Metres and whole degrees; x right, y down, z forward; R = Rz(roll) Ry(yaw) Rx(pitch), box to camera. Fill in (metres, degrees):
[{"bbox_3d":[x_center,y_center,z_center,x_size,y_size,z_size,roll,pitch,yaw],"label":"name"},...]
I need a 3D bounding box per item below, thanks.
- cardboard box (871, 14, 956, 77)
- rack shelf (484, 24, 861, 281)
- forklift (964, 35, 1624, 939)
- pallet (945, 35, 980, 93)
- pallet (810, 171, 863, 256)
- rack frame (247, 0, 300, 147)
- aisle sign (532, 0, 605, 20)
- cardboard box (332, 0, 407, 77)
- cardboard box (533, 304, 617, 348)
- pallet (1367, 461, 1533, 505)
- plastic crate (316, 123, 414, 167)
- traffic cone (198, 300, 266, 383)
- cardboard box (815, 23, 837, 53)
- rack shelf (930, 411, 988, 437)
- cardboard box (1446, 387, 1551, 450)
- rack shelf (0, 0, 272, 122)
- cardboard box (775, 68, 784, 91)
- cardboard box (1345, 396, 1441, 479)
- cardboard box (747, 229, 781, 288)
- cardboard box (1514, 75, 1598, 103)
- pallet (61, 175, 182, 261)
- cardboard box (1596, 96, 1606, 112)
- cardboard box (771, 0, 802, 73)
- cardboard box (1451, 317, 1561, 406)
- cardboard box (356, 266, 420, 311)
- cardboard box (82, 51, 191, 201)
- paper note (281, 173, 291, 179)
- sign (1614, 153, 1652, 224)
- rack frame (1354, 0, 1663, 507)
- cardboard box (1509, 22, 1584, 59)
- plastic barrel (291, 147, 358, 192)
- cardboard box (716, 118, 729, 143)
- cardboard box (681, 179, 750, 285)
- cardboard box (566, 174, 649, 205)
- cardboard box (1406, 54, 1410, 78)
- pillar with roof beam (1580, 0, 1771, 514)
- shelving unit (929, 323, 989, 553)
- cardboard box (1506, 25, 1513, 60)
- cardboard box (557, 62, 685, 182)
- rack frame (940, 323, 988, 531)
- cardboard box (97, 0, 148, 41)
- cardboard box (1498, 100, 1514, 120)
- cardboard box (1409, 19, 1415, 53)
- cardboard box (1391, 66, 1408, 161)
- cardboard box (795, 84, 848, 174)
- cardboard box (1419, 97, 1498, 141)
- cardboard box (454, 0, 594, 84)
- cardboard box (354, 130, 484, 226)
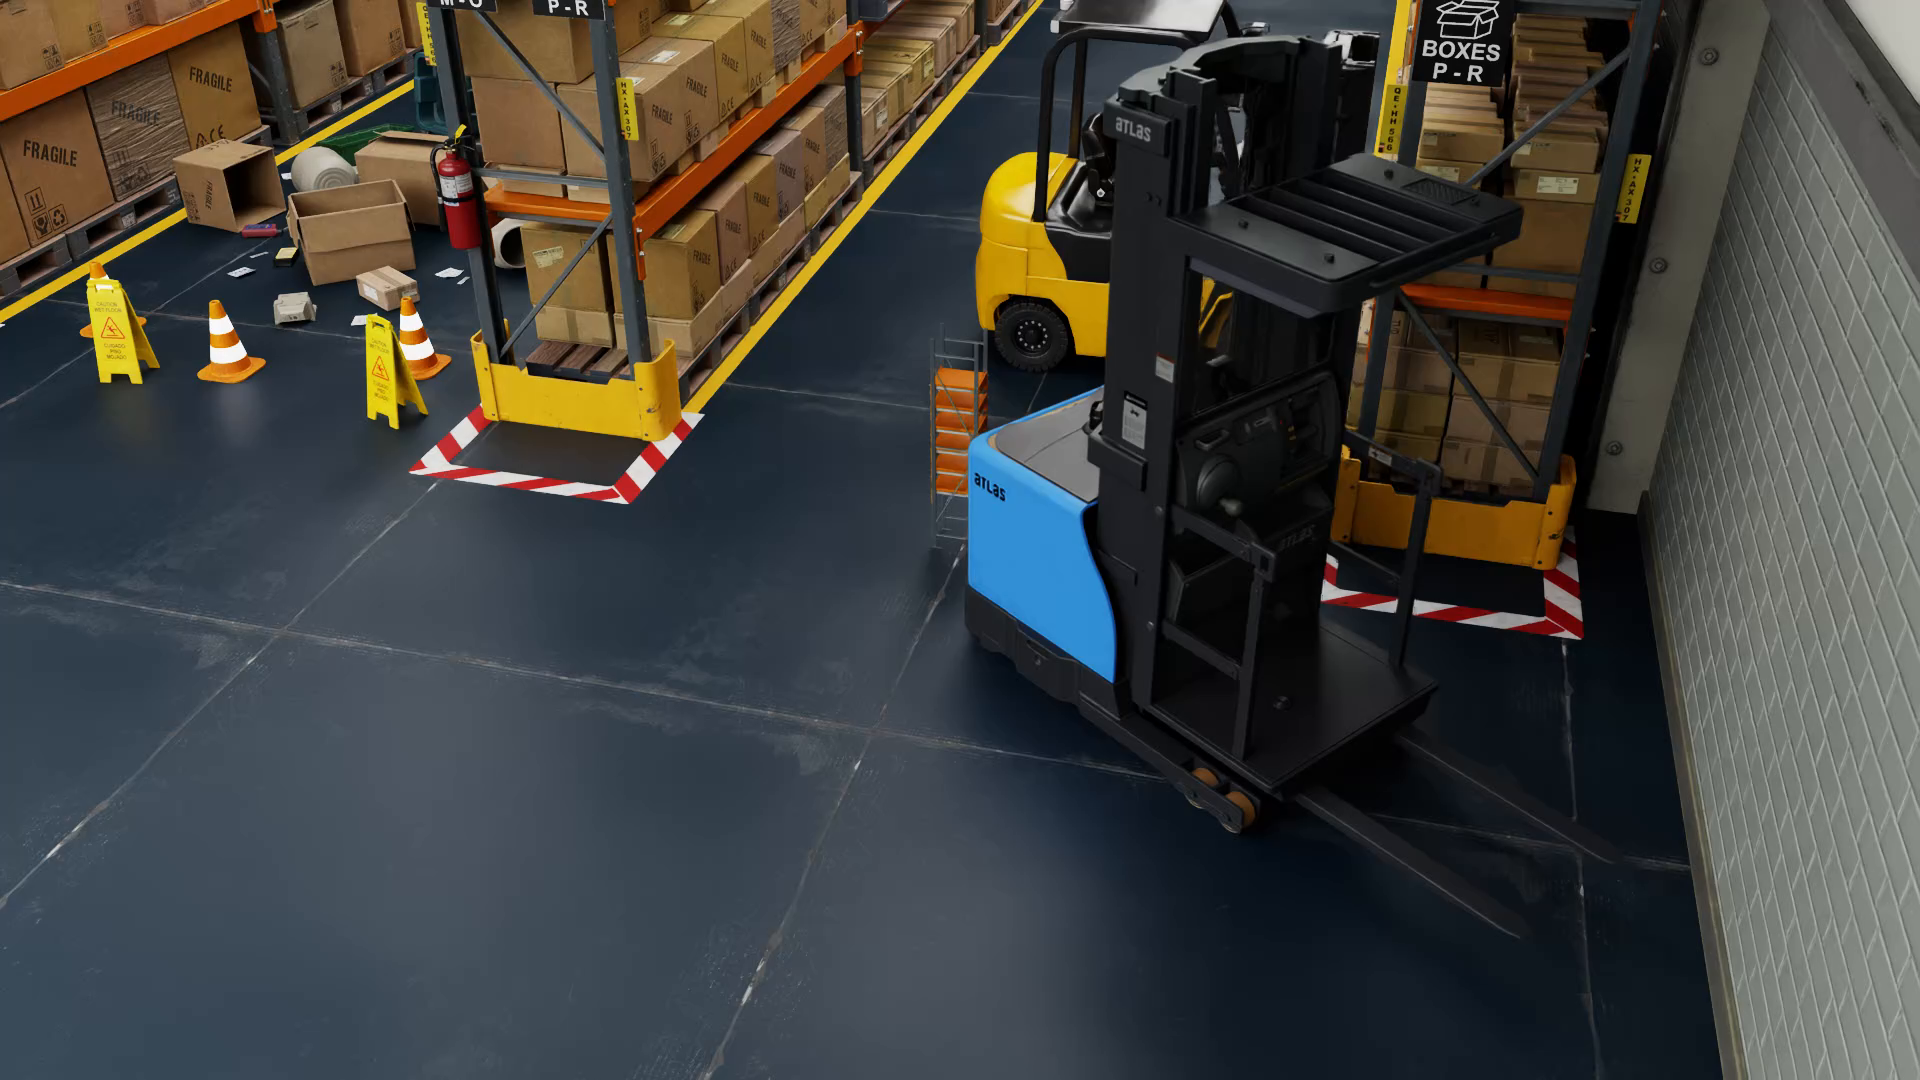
[{"bbox_3d":[-0.568,-4.503,15.095,0.950,0.372,0.625,7,33,11],"label":"cardboard box"},{"bbox_3d":[-1.758,-2.693,10.861,1.077,0.370,4.000,8,33,12],"label":"rack shelf"},{"bbox_3d":[1.343,-0.338,6.550,1.130,2.935,3.031,-24,39,-32],"label":"forklift"},{"bbox_3d":[-0.435,-4.528,15.676,1.003,0.211,1.213,8,33,12],"label":"pallet"},{"bbox_3d":[-1.386,-2.504,12.493,1.003,0.211,1.213,8,33,12],"label":"pallet"},{"bbox_3d":[-6.064,-4.656,13.278,1.000,3.000,0.127,8,33,12],"label":"rack frame"},{"bbox_3d":[-1.981,-2.982,8.221,0.394,0.787,0.004,8,33,12],"label":"aisle sign"},{"bbox_3d":[-5.745,-4.718,15.081,1.050,0.750,0.750,8,33,12],"label":"cardboard box"},{"bbox_3d":[-2.314,-1.444,10.397,0.500,0.250,0.500,8,33,12],"label":"cardboard box"},{"bbox_3d":[2.690,-0.511,9.357,1.003,0.211,1.213,8,33,12],"label":"pallet"},{"bbox_3d":[-4.841,-3.225,13.595,0.662,0.188,0.450,-28,32,-37],"label":"plastic crate"},{"bbox_3d":[-4.564,-1.262,10.303,0.336,0.463,0.334,8,33,12],"label":"traffic cone"},{"bbox_3d":[-1.094,-3.590,11.835,0.380,0.149,0.250,9,33,13],"label":"cardboard box"},{"bbox_3d":[-0.004,-0.563,8.376,0.258,0.103,0.180,8,33,12],"label":"rack shelf"},{"bbox_3d":[2.857,-0.728,8.805,0.500,0.250,0.500,9,33,13],"label":"cardboard box"},{"bbox_3d":[-6.571,-3.315,11.838,1.077,0.370,4.000,8,33,12],"label":"rack shelf"},{"bbox_3d":[-1.385,-3.064,11.008,0.380,0.149,0.250,7,33,12],"label":"cardboard box"},{"bbox_3d":[2.350,-0.589,9.051,0.500,0.250,0.500,8,33,13],"label":"cardboard box"},{"bbox_3d":[-1.530,-1.905,11.123,0.500,0.250,0.500,10,34,16],"label":"cardboard box"},{"bbox_3d":[3.058,-2.268,8.547,0.380,0.149,0.250,8,33,13],"label":"cardboard box"},{"bbox_3d":[-6.640,-2.460,12.423,1.003,0.211,1.213,8,33,12],"label":"pallet"},{"bbox_3d":[3.204,-2.259,8.810,0.380,0.149,0.250,8,33,13],"label":"cardboard box"},{"bbox_3d":[-1.374,-3.400,10.932,0.500,0.500,0.500,9,34,14],"label":"cardboard box"},{"bbox_3d":[2.842,-0.947,8.684,0.500,0.250,0.500,8,33,12],"label":"cardboard box"},{"bbox_3d":[-3.887,-1.711,11.302,0.380,0.149,0.250,28,42,36],"label":"cardboard box"},{"bbox_3d":[-6.516,-3.151,12.500,0.875,0.875,0.875,8,33,13],"label":"cardboard box"},{"bbox_3d":[-5.359,-2.931,13.332,0.147,0.020,0.142,-14,35,-21],"label":"paper note"},{"bbox_3d":[3.072,-1.605,7.598,0.100,0.325,0.005,8,33,12],"label":"sign"},{"bbox_3d":[2.537,-1.285,7.975,1.000,3.000,0.127,8,33,12],"label":"rack frame"},{"bbox_3d":[3.312,-2.808,9.396,0.380,0.149,0.250,9,34,14],"label":"cardboard box"},{"bbox_3d":[-4.868,-2.771,12.715,0.421,0.421,0.512,-21,38,-29],"label":"plastic barrel"},{"bbox_3d":[-1.641,-2.525,10.160,0.380,0.149,0.250,9,34,14],"label":"cardboard box"},{"bbox_3d":[-1.659,-1.957,10.506,0.500,0.500,0.500,7,33,11],"label":"cardboard box"},{"bbox_3d":[-1.979,-2.001,9.336,0.380,0.149,0.250,8,33,13],"label":"cardboard box"},{"bbox_3d":[2.651,-2.617,9.095,0.380,0.149,0.250,9,33,13],"label":"cardboard box"},{"bbox_3d":[-0.579,-4.641,7.663,9.100,9.000,0.400,8,33,12],"label":"pillar with roof beam"},{"bbox_3d":[-0.004,-0.499,8.416,0.258,1.200,0.189,8,33,12],"label":"shelving unit"},{"bbox_3d":[3.432,-2.948,9.893,0.380,0.149,0.250,9,34,14],"label":"cardboard box"},{"bbox_3d":[-1.877,-2.335,9.256,0.500,0.500,0.500,8,33,12],"label":"cardboard box"},{"bbox_3d":[0.020,-0.546,8.491,0.240,1.200,0.006,8,33,12],"label":"rack frame"},{"bbox_3d":[-6.514,-3.974,12.065,0.875,0.550,0.550,8,33,12],"label":"cardboard box"},{"bbox_3d":[3.165,-2.081,9.135,0.500,0.500,0.500,8,33,12],"label":"cardboard box"},{"bbox_3d":[2.911,-3.020,10.006,0.380,0.149,0.250,8,33,12],"label":"cardboard box"},{"bbox_3d":[2.795,-2.415,9.659,0.500,0.500,0.500,8,33,13],"label":"cardboard box"},{"bbox_3d":[-1.141,-3.024,12.184,0.500,0.500,0.500,8,33,12],"label":"cardboard box"},{"bbox_3d":[2.456,-2.073,8.240,0.380,0.149,0.250,8,33,12],"label":"cardboard box"},{"bbox_3d":[-2.347,-2.843,9.124,0.700,0.500,0.500,7,33,11],"label":"cardboard box"},{"bbox_3d":[-4.039,-2.705,12.410,0.797,0.637,0.503,8,33,12],"label":"cardboard box"}]
